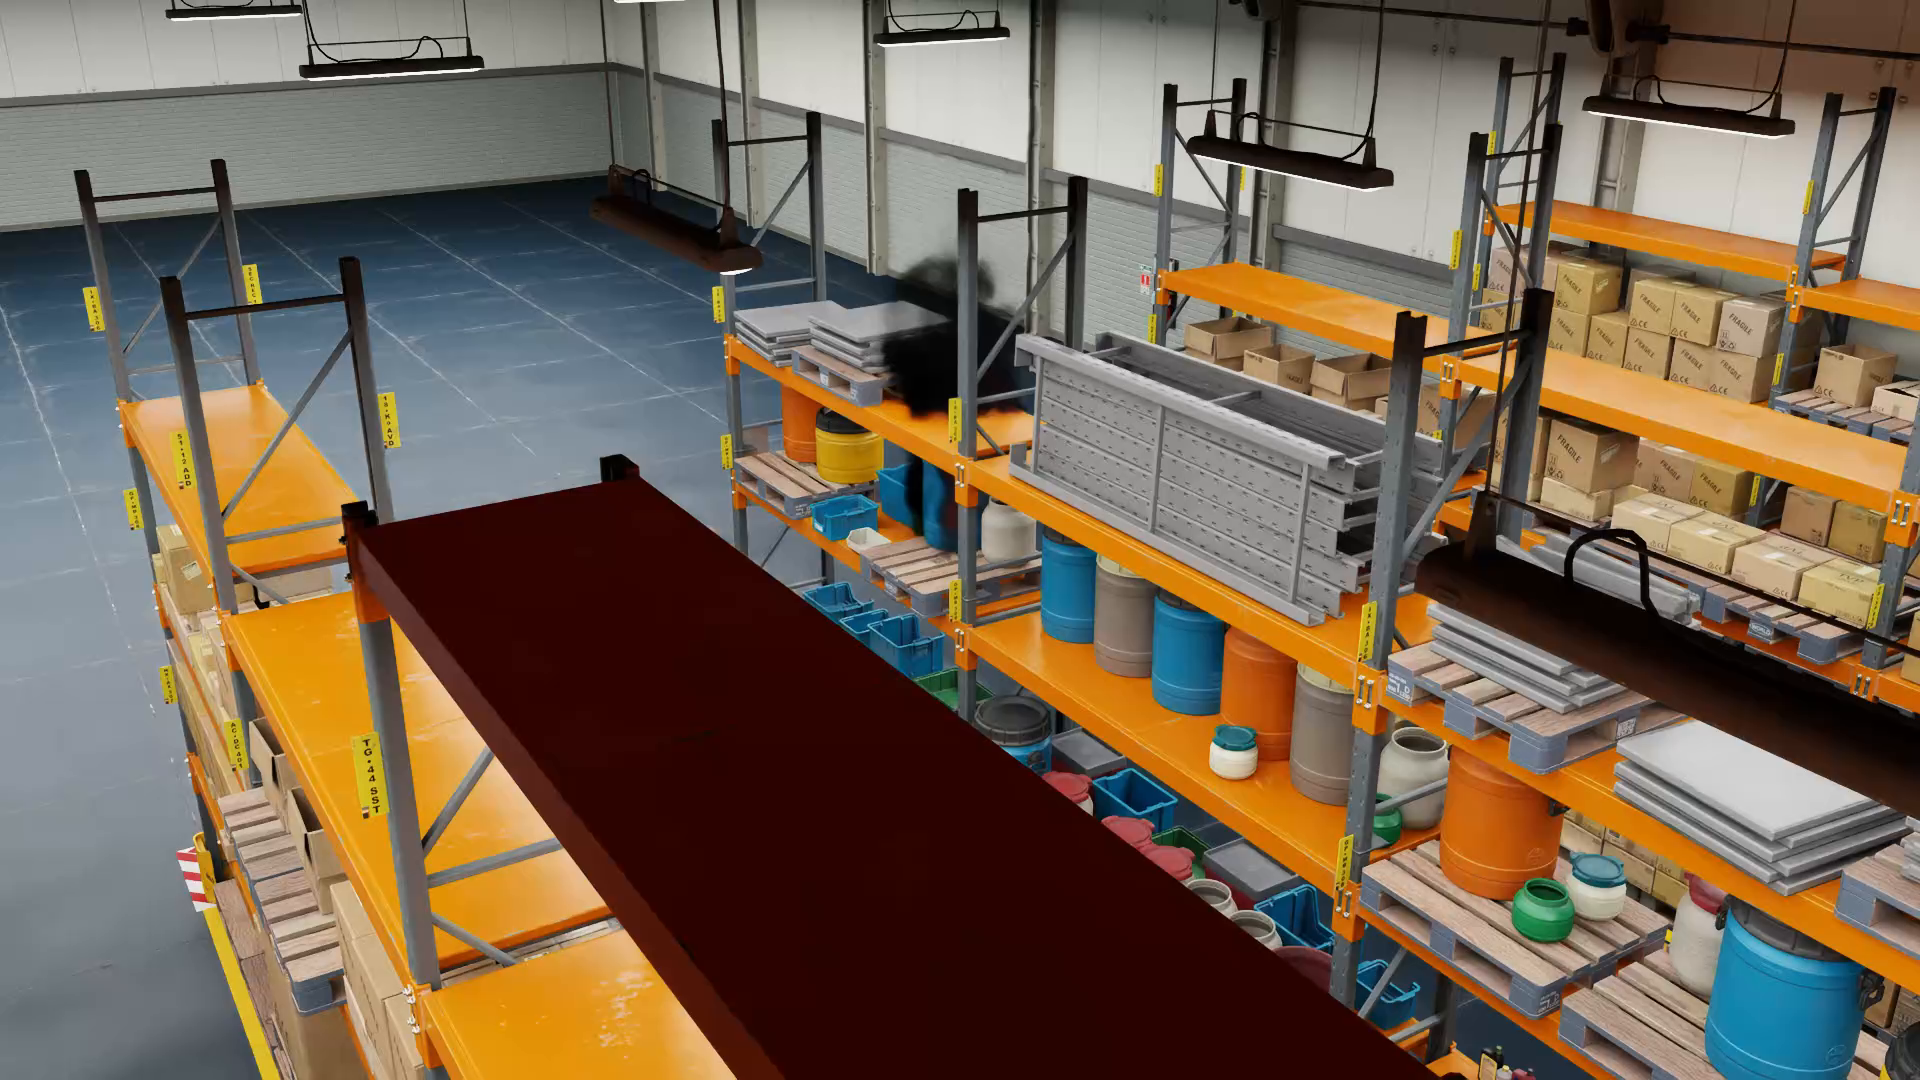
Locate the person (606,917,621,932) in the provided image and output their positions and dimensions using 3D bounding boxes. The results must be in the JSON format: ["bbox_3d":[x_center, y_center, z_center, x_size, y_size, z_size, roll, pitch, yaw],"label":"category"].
[{"bbox_3d":[-2.908,2.508,12.814,0.683,1.851,0.795,-15,27,-34],"label":"person"}]
